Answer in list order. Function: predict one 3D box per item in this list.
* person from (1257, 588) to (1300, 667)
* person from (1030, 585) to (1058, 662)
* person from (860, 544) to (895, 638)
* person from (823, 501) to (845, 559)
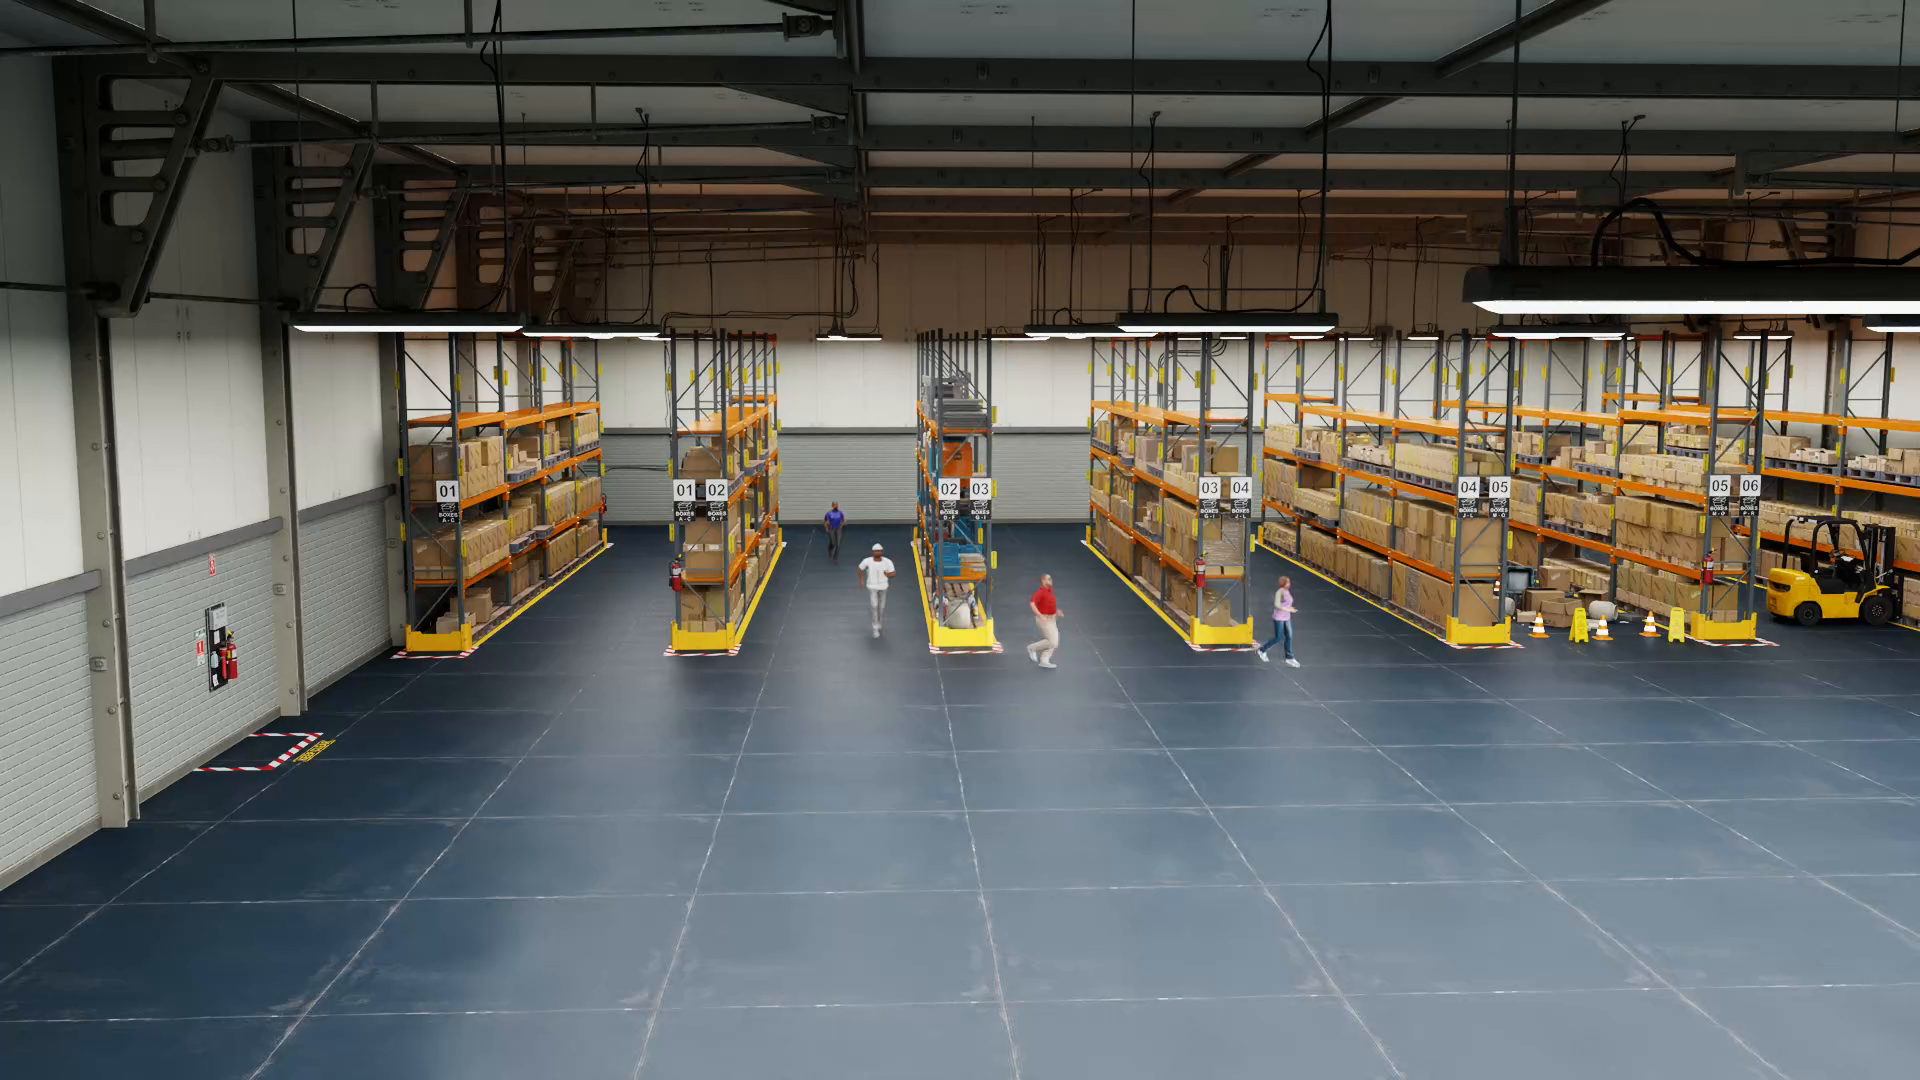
[{"bbox_3d":[5.714,1.541,29.700,0.786,1.394,0.561,5,8,34],"label":"person"},{"bbox_3d":[1.529,1.487,29.449,0.511,1.396,0.641,3,7,23],"label":"person"},{"bbox_3d":[-1.617,0.969,32.791,0.653,1.803,0.879,-2,7,-14],"label":"person"},{"bbox_3d":[-3.274,-0.252,43.694,0.575,1.539,0.502,-2,7,-17],"label":"person"}]
